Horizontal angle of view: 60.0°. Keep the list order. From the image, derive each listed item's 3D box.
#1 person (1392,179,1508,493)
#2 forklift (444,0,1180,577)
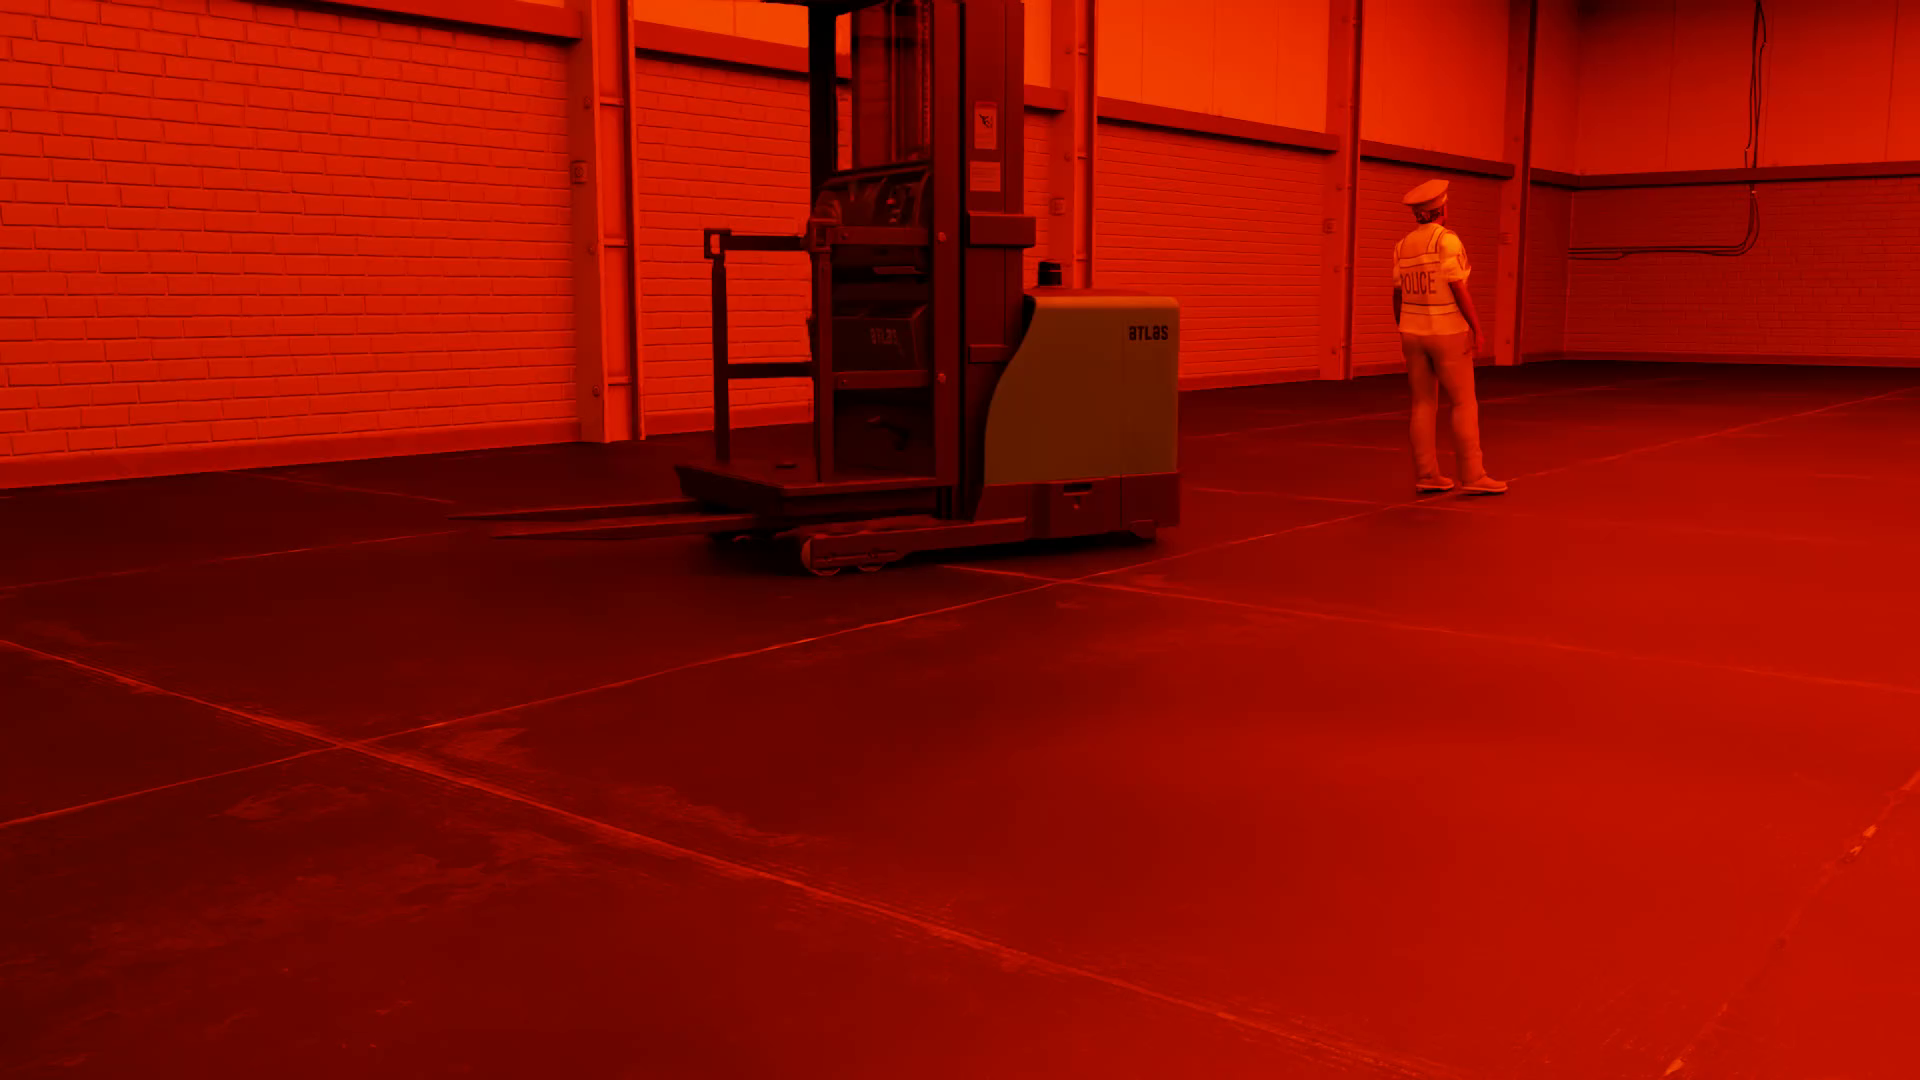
[{"bbox_3d":[2.663,-1.114,9.111,0.530,1.695,0.570,-5,10,-33],"label":"person"},{"bbox_3d":[-0.553,-1.395,6.817,3.031,2.935,1.130,-5,10,-31],"label":"forklift"}]
